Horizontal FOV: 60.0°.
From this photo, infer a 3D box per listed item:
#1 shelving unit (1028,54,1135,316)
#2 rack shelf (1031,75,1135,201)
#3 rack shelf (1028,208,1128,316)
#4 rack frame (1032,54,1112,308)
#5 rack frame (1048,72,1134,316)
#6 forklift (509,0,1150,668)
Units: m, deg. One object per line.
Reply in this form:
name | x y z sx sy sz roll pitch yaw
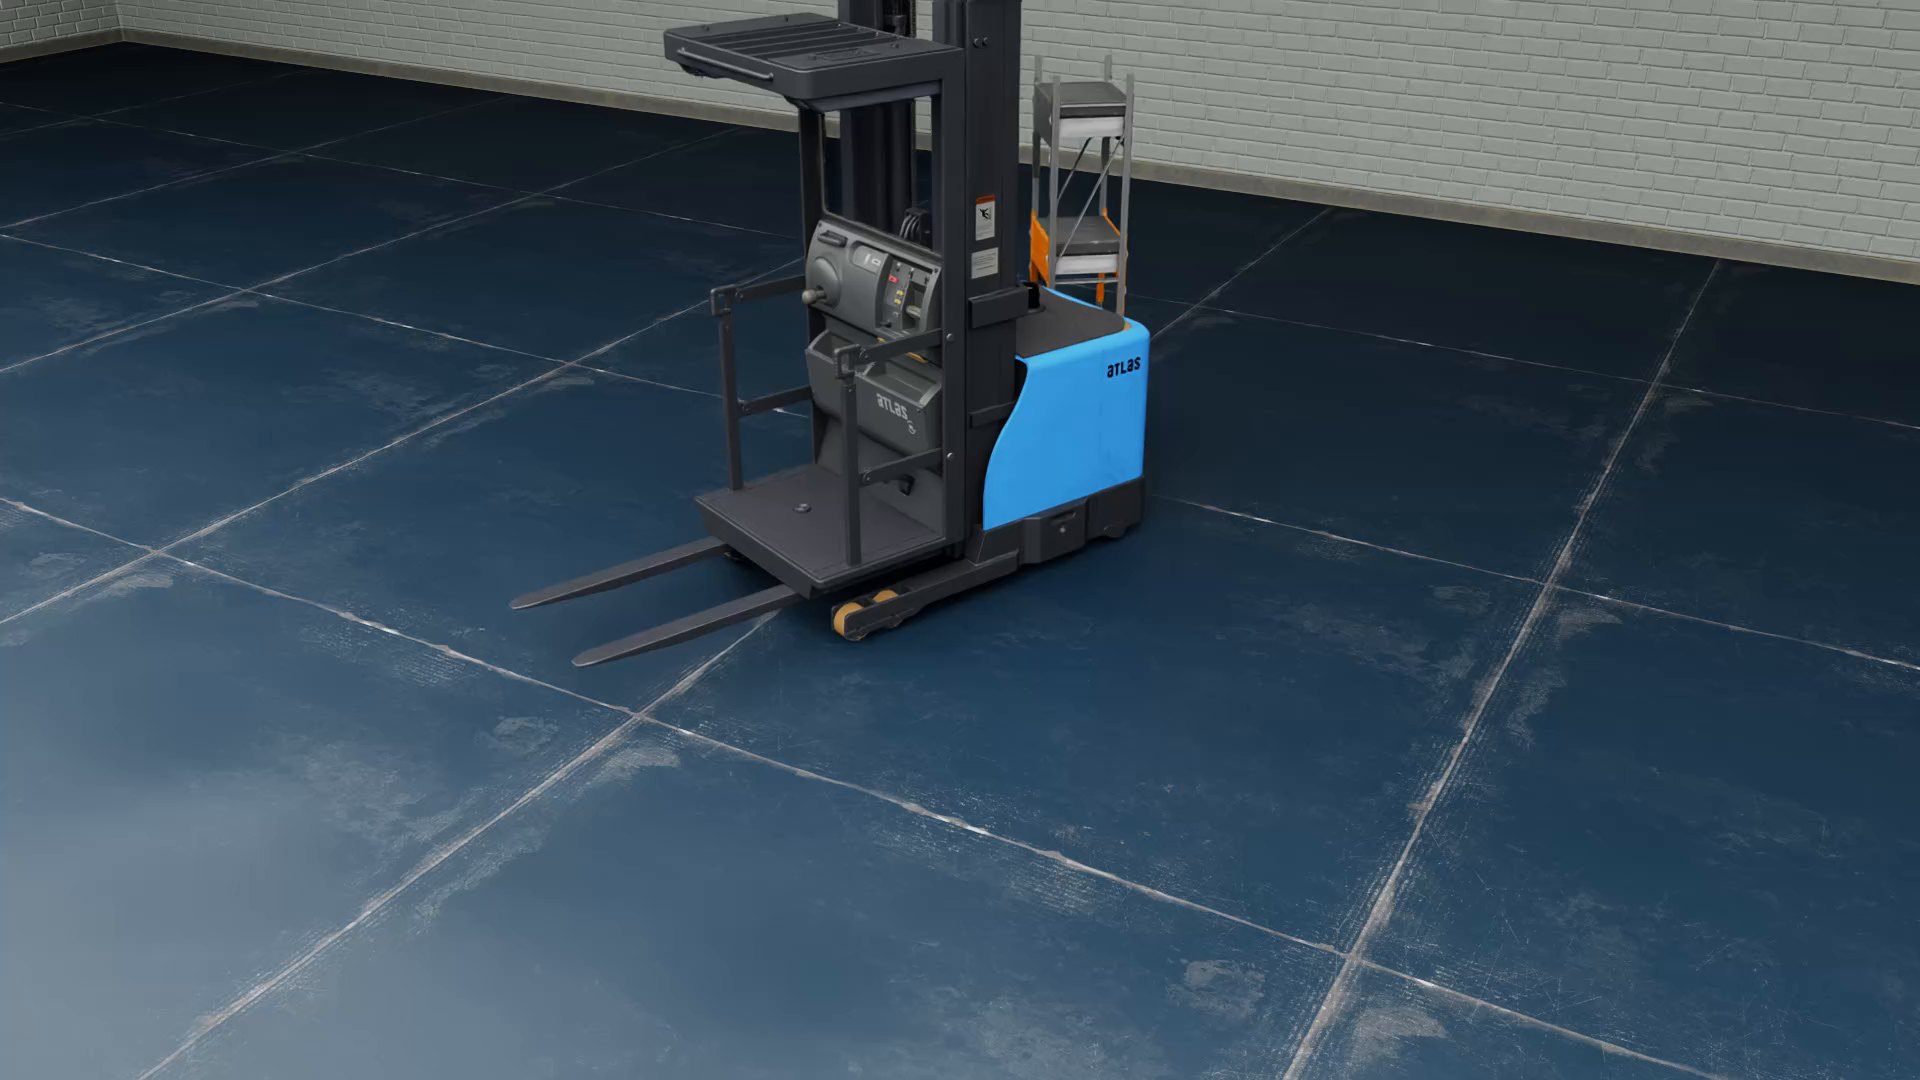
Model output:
shelving unit | 0.617 -1.437 8.775 0.431 2.100 0.503 -4 27 -7
rack shelf | 0.617 -2.051 8.468 0.431 0.518 0.480 -4 27 -7
rack shelf | 0.617 -1.425 8.782 0.431 0.518 0.480 -4 27 -7
rack frame | 0.582 -1.545 8.991 0.400 2.100 0.015 -4 27 -7
rack frame | 0.651 -1.329 8.559 0.400 2.100 0.015 -4 27 -7
forklift | -0.556 -1.131 7.235 3.031 2.935 1.130 -19 32 -33
